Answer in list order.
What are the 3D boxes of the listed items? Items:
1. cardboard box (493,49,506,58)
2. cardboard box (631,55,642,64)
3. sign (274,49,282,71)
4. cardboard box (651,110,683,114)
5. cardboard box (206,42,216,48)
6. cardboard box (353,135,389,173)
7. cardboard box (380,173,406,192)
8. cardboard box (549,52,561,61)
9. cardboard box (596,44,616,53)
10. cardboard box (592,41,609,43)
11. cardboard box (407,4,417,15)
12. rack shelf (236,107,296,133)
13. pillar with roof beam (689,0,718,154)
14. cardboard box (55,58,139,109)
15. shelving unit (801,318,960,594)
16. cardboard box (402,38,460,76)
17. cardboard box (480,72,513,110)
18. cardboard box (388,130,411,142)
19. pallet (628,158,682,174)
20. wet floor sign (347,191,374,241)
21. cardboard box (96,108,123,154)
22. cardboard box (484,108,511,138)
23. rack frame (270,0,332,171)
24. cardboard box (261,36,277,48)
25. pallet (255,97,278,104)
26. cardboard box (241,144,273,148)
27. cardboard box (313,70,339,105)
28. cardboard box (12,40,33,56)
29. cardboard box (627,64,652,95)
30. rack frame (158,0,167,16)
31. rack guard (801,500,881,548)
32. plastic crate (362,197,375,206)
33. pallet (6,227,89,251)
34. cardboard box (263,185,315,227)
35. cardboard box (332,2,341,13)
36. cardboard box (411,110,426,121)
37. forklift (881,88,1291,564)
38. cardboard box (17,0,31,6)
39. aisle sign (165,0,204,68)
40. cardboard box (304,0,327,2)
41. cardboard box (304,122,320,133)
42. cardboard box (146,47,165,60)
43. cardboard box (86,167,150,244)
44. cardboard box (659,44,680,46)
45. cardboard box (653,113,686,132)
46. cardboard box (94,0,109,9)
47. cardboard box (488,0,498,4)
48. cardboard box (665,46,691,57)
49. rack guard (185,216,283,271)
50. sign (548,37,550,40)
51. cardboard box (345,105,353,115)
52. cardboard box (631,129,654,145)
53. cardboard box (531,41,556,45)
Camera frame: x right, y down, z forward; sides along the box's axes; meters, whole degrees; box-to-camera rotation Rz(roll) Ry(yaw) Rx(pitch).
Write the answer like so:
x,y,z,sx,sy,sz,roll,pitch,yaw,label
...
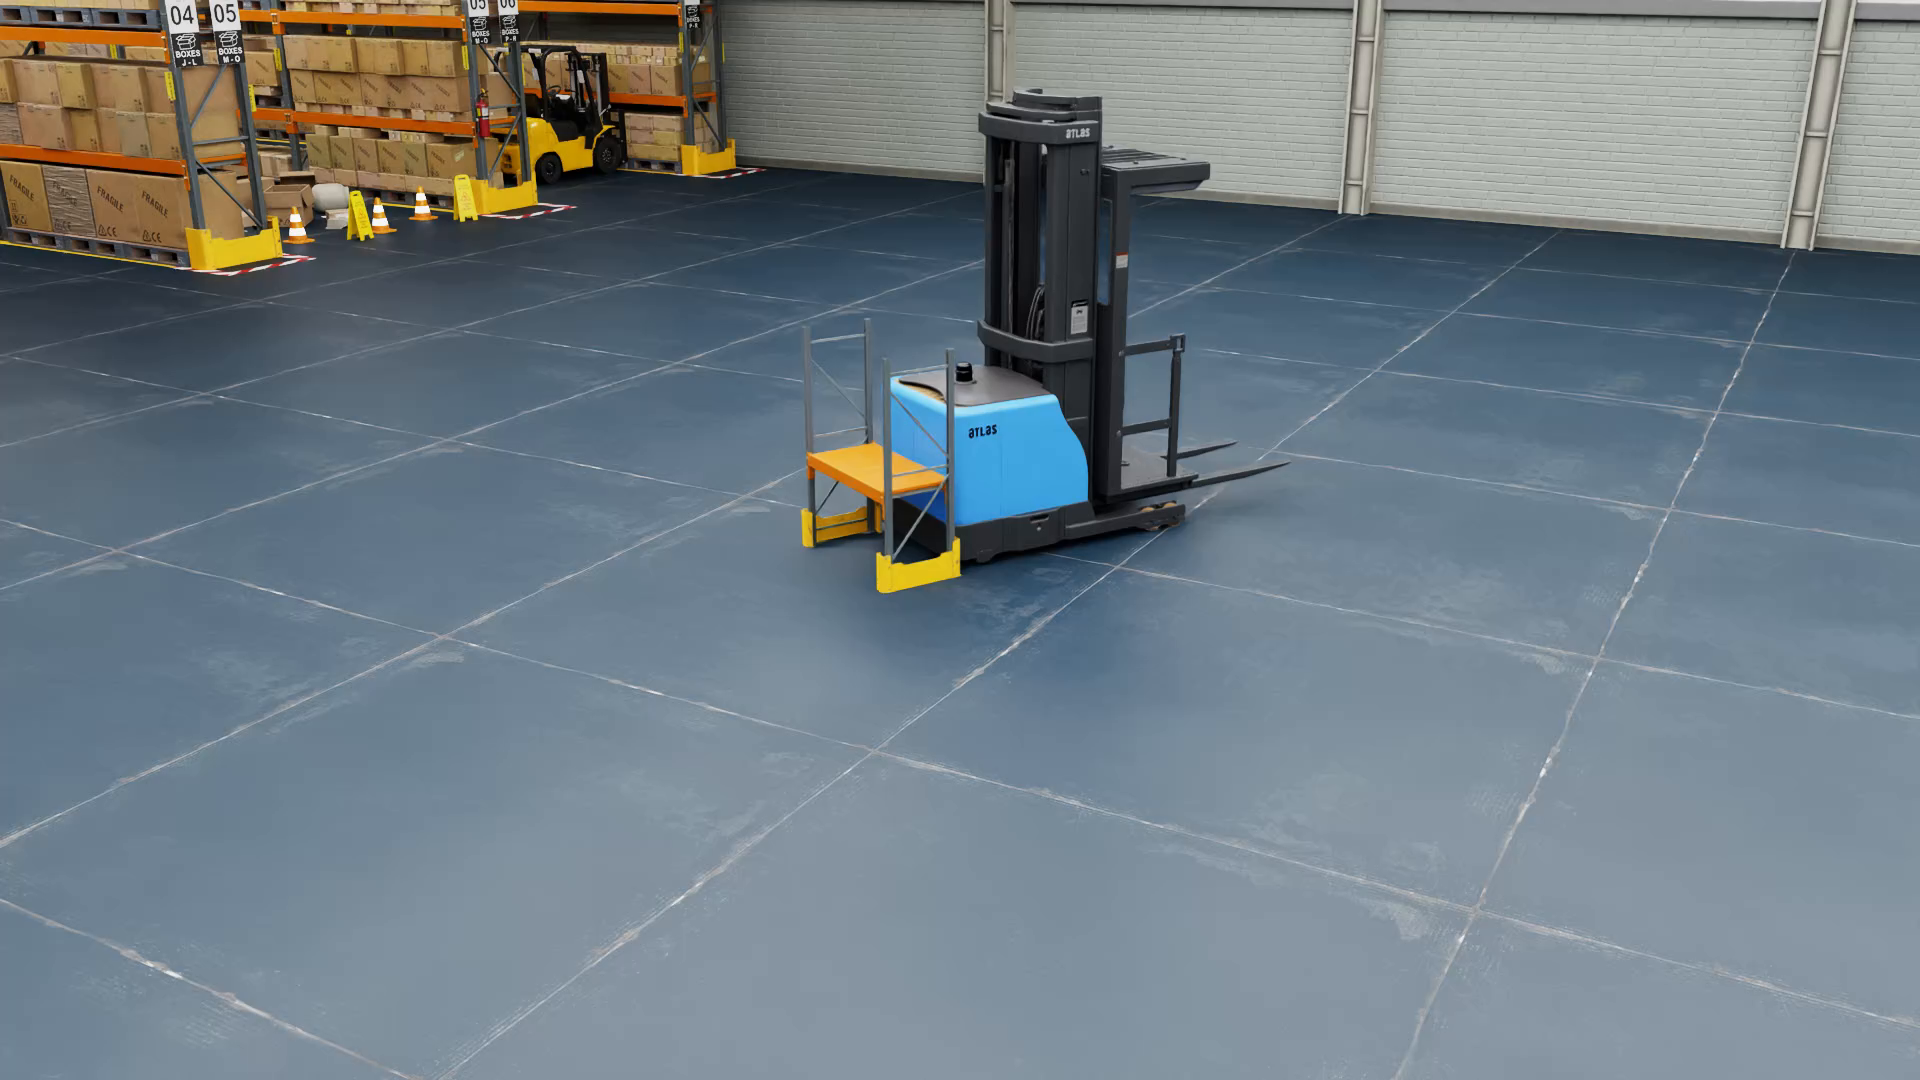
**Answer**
x,y,z,sx,sy,sz,roll,pitch,yaw,label
-8.327,-8.913,30.440,0.250,0.149,0.380,12,23,29,cardboard box
-5.513,-8.371,28.945,0.250,0.149,0.380,11,22,27,cardboard box
-10.606,-7.471,25.863,0.005,0.325,0.100,11,23,27,sign
-5.194,-7.498,29.588,0.500,0.250,0.500,11,23,27,cardboard box
-12.264,-8.258,27.583,0.250,0.149,0.380,10,22,25,cardboard box
-9.030,-5.999,25.820,0.500,0.500,0.500,12,23,30,cardboard box
-8.591,-5.560,25.710,0.500,0.250,0.500,10,22,25,cardboard box
-7.124,-8.650,29.715,0.250,0.149,0.380,11,23,28,cardboard box
-6.186,-8.647,29.270,0.250,0.149,0.380,11,23,28,cardboard box
-6.392,-8.876,29.903,0.250,0.149,0.380,11,22,27,cardboard box
-7.931,-7.843,24.557,0.250,0.149,0.380,11,23,28,cardboard box
-12.084,-7.086,27.557,4.000,0.370,1.077,11,23,27,rack shelf
-6.696,-9.828,25.262,0.400,9.000,9.100,11,23,27,pillar with roof beam
-10.951,-5.835,21.248,0.500,0.550,0.875,11,23,27,cardboard box
-0.534,-0.572,10.743,0.587,1.500,1.083,-13,23,-31,shelving unit
-7.837,-7.190,24.739,0.500,0.500,0.700,11,23,28,cardboard box
-7.124,-6.775,25.061,0.500,0.500,0.500,10,22,26,cardboard box
-8.473,-6.173,25.349,0.250,0.149,0.380,12,23,30,cardboard box
-5.117,-6.709,29.551,1.213,0.211,1.003,11,23,27,pallet
-8.181,-4.414,22.588,0.232,0.644,0.267,7,21,18,wet floor sign
-10.436,-5.271,21.276,0.550,0.550,0.875,11,23,27,cardboard box
-8.382,-7.735,31.156,0.625,0.625,0.875,12,23,30,cardboard box
-10.338,-7.092,26.518,0.127,3.000,1.000,11,23,27,rack frame
-13.454,-9.782,33.169,0.500,0.500,0.700,11,23,27,cardboard box
-12.082,-7.350,27.510,1.213,0.211,1.003,11,23,27,pallet
-12.034,-6.374,27.777,0.625,0.372,0.950,12,23,29,cardboard box
-9.640,-7.046,25.808,0.500,0.500,0.500,11,23,27,cardboard box
-16.184,-8.620,29.118,0.500,0.500,0.500,10,22,26,cardboard box
-5.435,-8.045,28.998,0.500,0.500,0.500,12,23,29,cardboard box
-9.172,-7.757,19.552,0.127,3.000,1.000,11,23,27,rack frame
-0.805,-0.127,11.349,0.587,0.250,0.087,-13,23,-31,rack guard
-9.367,-5.214,25.623,0.583,0.080,0.402,3,20,9,plastic crate
-12.038,-4.141,22.472,1.213,0.211,1.003,11,23,27,pallet
-9.614,-4.792,23.837,0.637,0.503,0.797,-4,20,-10,cardboard box
-9.287,-8.090,25.237,0.250,0.149,0.380,10,22,26,cardboard box
-8.005,-6.399,24.976,0.250,0.149,0.380,11,23,28,cardboard box
0.984,-1.579,11.420,3.031,2.935,1.130,-12,23,-29,forklift
-11.623,-6.808,20.941,0.250,0.149,0.380,10,22,26,cardboard box
-9.256,-6.057,19.853,0.004,0.787,0.394,11,23,27,aisle sign
-9.633,-8.334,25.326,0.500,0.250,0.500,11,22,27,cardboard box
-12.777,-8.437,33.275,0.500,0.500,0.500,12,23,30,cardboard box
-13.092,-7.913,27.583,0.500,0.500,0.500,12,23,30,cardboard box
-10.565,-4.374,21.524,0.875,0.875,0.875,10,22,26,cardboard box
-5.067,-8.610,29.167,0.250,0.149,0.380,11,23,28,cardboard box
-4.983,-7.264,28.941,0.500,0.250,0.500,12,23,29,cardboard box
-10.292,-6.554,20.242,0.250,0.149,0.380,11,23,28,cardboard box
-7.155,-8.069,24.596,0.500,0.250,0.500,10,22,26,cardboard box
-4.844,-8.394,28.572,0.250,0.149,0.380,11,23,27,cardboard box
-9.151,-3.757,20.990,0.348,0.500,1.175,11,23,27,rack guard
-7.651,-9.180,30.888,0.005,0.325,0.100,11,23,27,sign
-9.280,-6.678,25.744,0.250,0.149,0.380,11,23,27,cardboard box
-5.439,-7.120,29.277,0.500,0.250,0.500,11,22,27,cardboard box
-7.506,-8.909,29.994,0.250,0.149,0.380,11,23,28,cardboard box
